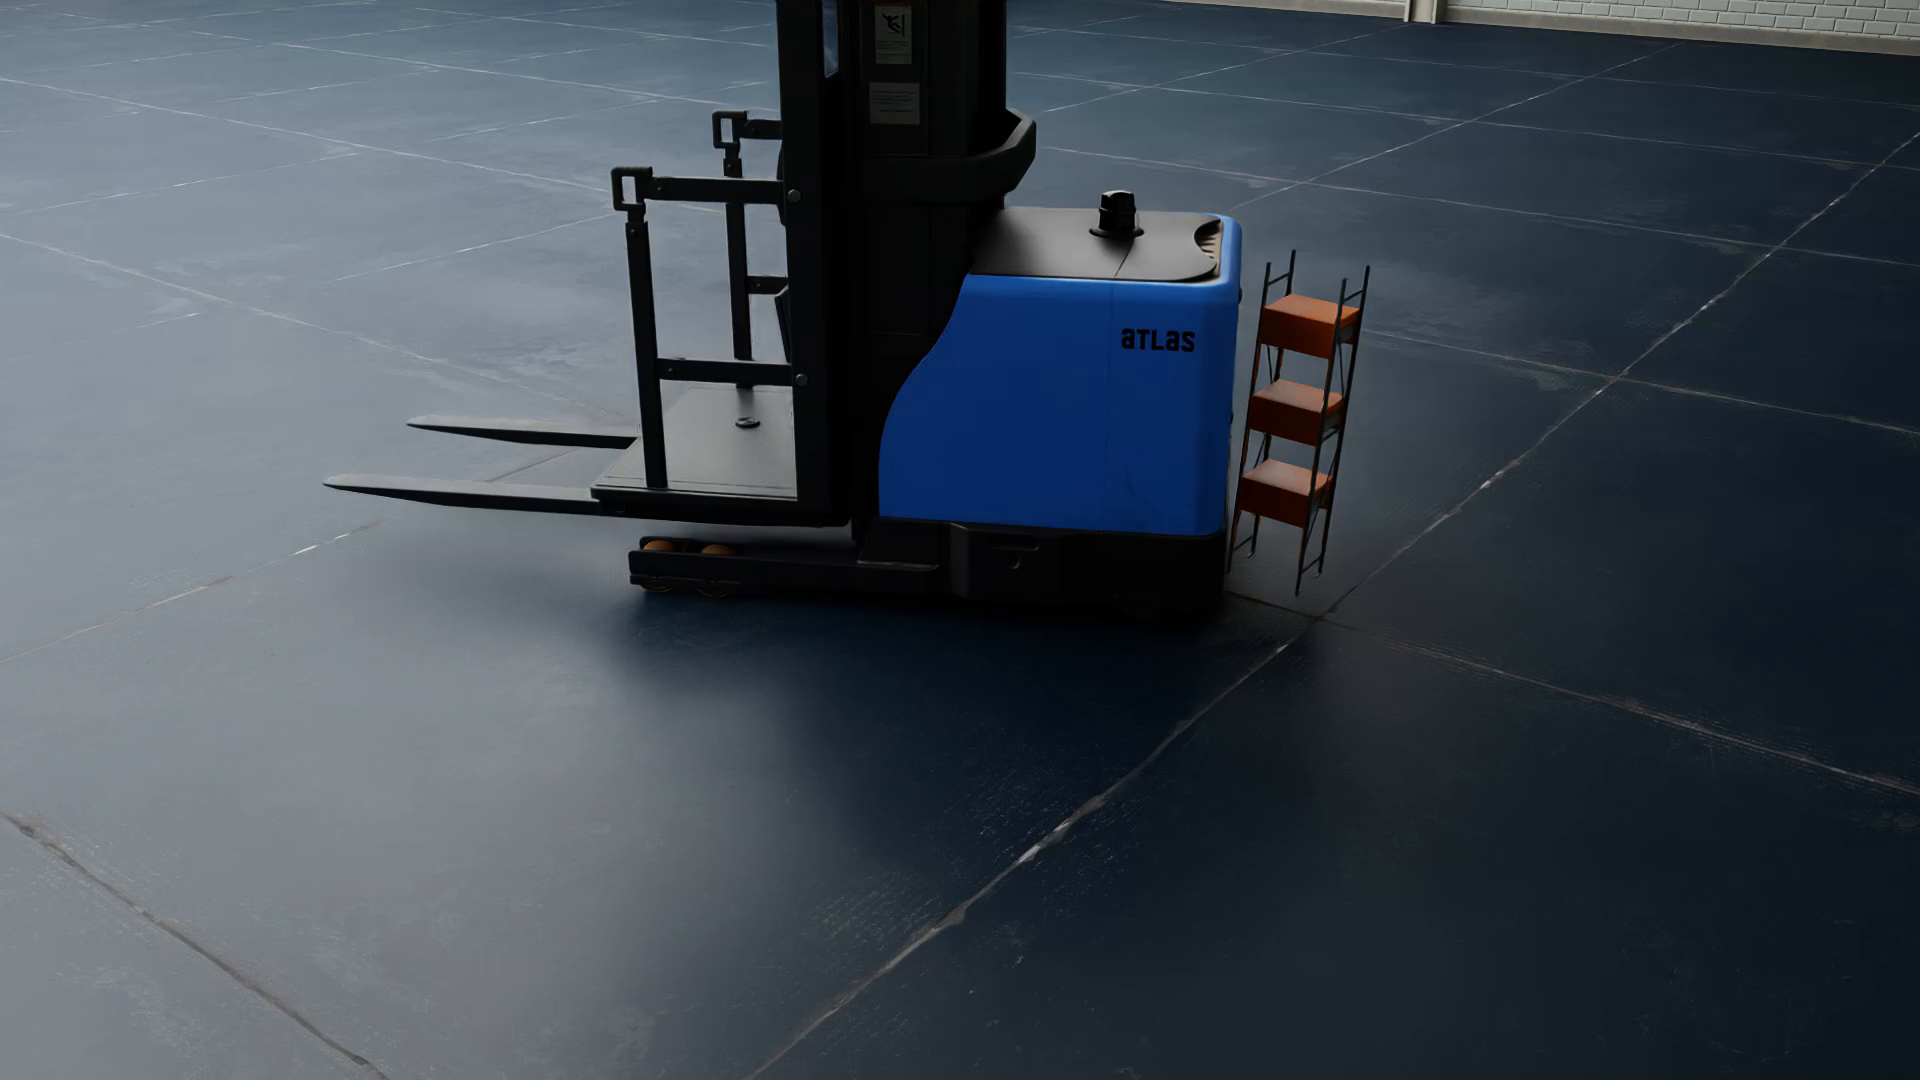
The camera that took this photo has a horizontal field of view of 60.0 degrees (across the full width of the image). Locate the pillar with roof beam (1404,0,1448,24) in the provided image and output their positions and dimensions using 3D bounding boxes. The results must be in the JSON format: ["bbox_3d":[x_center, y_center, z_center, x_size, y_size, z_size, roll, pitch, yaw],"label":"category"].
[{"bbox_3d":[2.921,-8.876,14.734,0.400,9.000,9.100,17,29,33],"label":"pillar with roof beam"}]

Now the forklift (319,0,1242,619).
[{"bbox_3d":[-0.615,-1.357,5.195,3.031,2.935,1.130,3,24,8],"label":"forklift"}]

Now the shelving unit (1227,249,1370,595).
[{"bbox_3d":[1.061,-0.363,5.257,0.252,1.050,0.215,20,30,32],"label":"shelving unit"}]

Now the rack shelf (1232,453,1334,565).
[{"bbox_3d":[1.049,-0.103,5.381,0.240,0.259,0.215,20,30,32],"label":"rack shelf"}]

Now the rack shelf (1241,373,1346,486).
[{"bbox_3d":[1.060,-0.353,5.262,0.240,0.259,0.215,20,30,32],"label":"rack shelf"}]

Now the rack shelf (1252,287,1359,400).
[{"bbox_3d":[1.071,-0.609,5.140,0.240,0.259,0.215,20,30,32],"label":"rack shelf"}]

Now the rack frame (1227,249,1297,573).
[{"bbox_3d":[0.963,-0.398,5.322,0.008,1.050,0.200,20,30,32],"label":"rack frame"}]

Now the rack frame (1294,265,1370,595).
[{"bbox_3d":[1.158,-0.328,5.193,0.008,1.050,0.200,20,30,32],"label":"rack frame"}]
